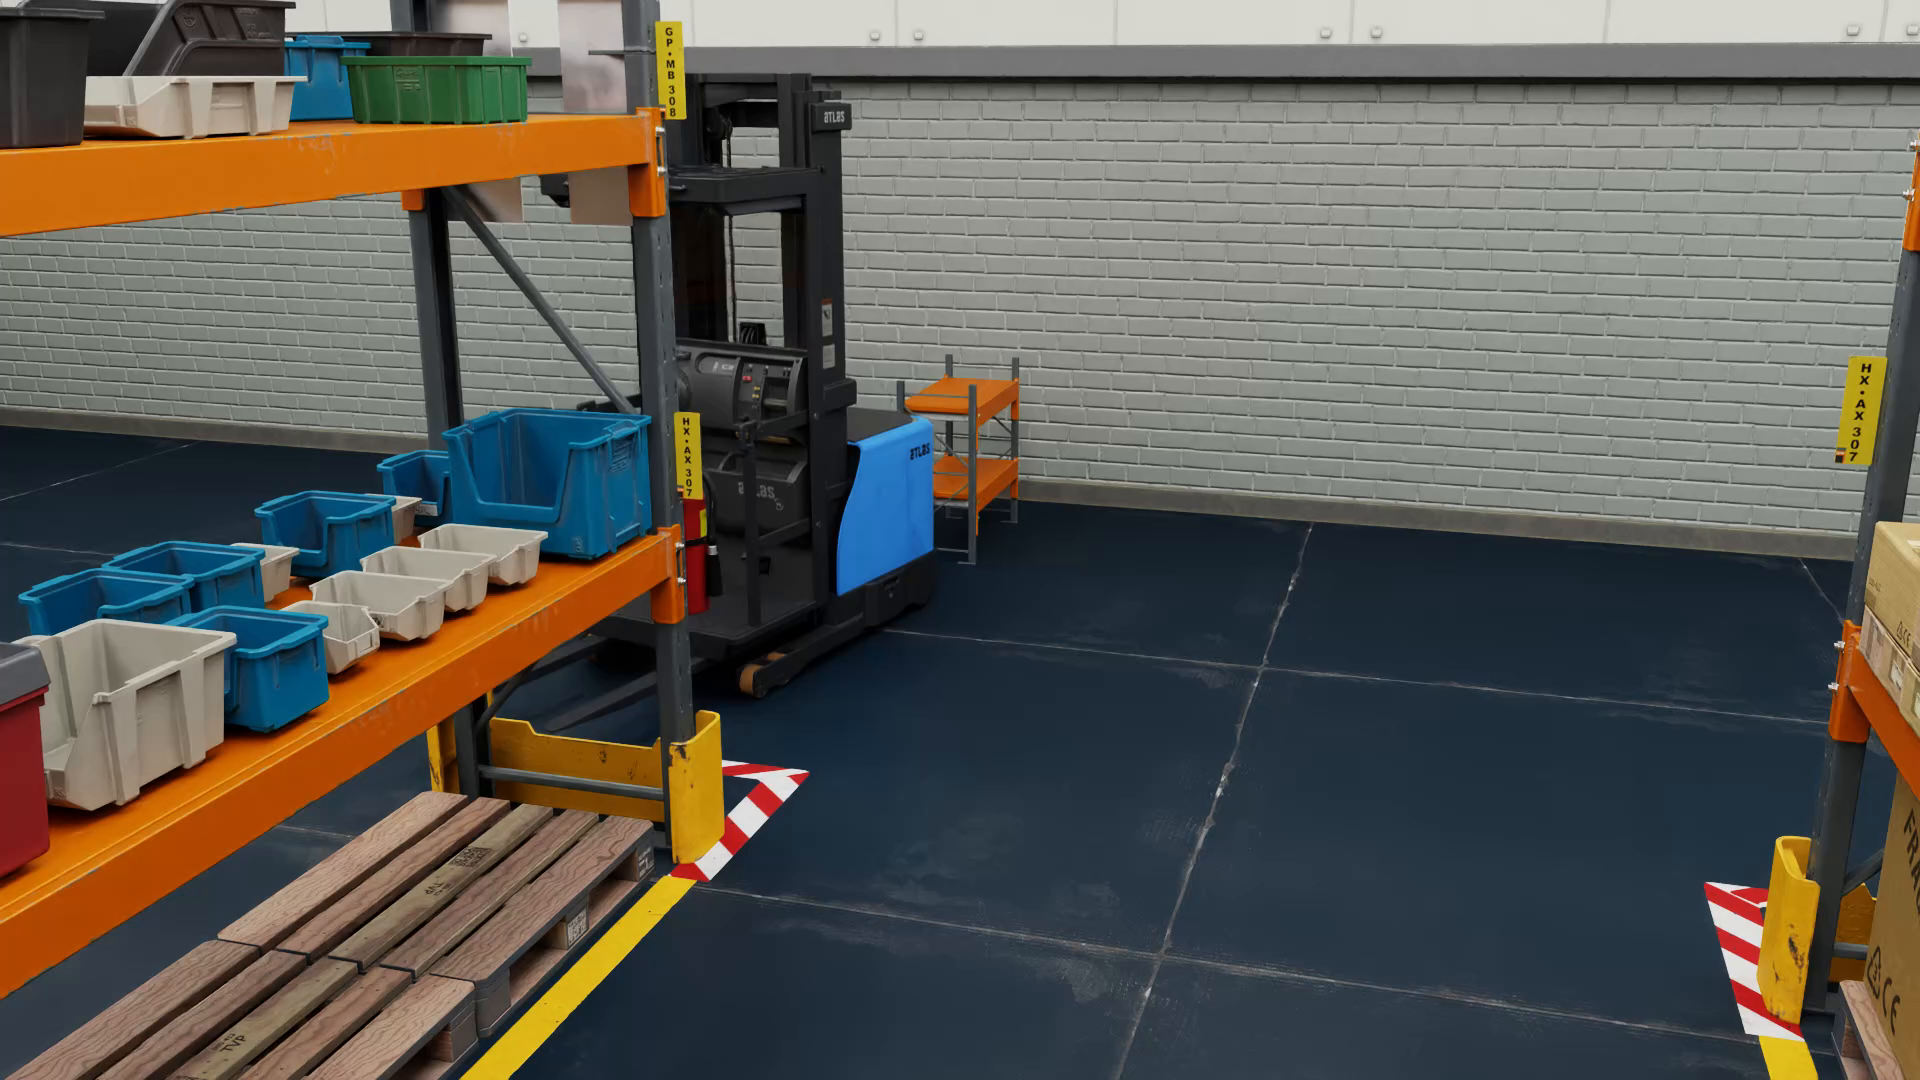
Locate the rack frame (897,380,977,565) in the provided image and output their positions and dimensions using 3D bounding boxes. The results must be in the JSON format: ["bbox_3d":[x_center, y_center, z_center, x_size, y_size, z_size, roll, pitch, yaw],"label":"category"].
[{"bbox_3d":[-0.143,-0.410,10.213,0.500,1.125,0.032,5,16,16],"label":"rack frame"}]

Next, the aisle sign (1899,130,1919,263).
[{"bbox_3d":[2.949,-1.179,4.724,0.394,0.787,0.004,5,16,16],"label":"aisle sign"}]

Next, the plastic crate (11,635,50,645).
[{"bbox_3d":[-2.463,0.395,4.312,0.293,0.136,0.466,5,16,16],"label":"plastic crate"}]

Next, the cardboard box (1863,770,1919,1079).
[{"bbox_3d":[3.111,1.108,4.551,0.875,0.875,0.875,5,16,16],"label":"cardboard box"}]

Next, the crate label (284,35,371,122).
[{"bbox_3d":[-2.105,-1.425,5.133,0.408,0.251,0.502,5,16,16],"label":"crate label"}]

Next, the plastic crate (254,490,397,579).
[{"bbox_3d":[-2.105,-0.007,5.555,0.416,0.233,0.300,5,16,16],"label":"plastic crate"}]

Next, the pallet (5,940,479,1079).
[{"bbox_3d":[-2.153,1.602,4.794,1.003,0.211,1.213,5,16,16],"label":"pallet"}]

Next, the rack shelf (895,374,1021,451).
[{"bbox_3d":[0.002,-0.825,10.602,0.538,0.278,1.000,5,16,16],"label":"rack shelf"}]

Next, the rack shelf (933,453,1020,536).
[{"bbox_3d":[0.002,-0.308,10.749,0.538,0.278,1.000,5,16,16],"label":"rack shelf"}]

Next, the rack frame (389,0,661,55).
[{"bbox_3d":[-1.532,-3.156,5.466,1.000,3.000,0.127,5,16,16],"label":"rack frame"}]

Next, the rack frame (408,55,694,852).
[{"bbox_3d":[-1.532,-0.270,6.285,1.000,3.000,0.127,5,16,16],"label":"rack frame"}]

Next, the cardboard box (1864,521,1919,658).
[{"bbox_3d":[2.821,0.148,4.542,0.500,0.250,0.500,4,16,14],"label":"cardboard box"}]

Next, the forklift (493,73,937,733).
[{"bbox_3d":[-1.296,-0.780,8.209,1.130,2.935,3.031,9,18,28],"label":"forklift"}]

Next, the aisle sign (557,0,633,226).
[{"bbox_3d":[-1.231,-1.517,5.917,0.394,0.787,0.004,5,16,16],"label":"aisle sign"}]

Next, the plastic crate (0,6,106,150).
[{"bbox_3d":[-2.053,-0.908,3.275,0.497,0.269,0.590,5,16,16],"label":"plastic crate"}]

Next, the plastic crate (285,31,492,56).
[{"bbox_3d":[-1.909,-1.571,5.615,0.497,0.269,0.590,5,16,16],"label":"plastic crate"}]

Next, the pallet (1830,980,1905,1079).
[{"bbox_3d":[3.064,1.671,4.552,1.003,0.211,1.213,5,16,16],"label":"pallet"}]

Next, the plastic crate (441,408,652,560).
[{"bbox_3d":[-1.449,-0.214,5.912,0.616,0.435,0.499,5,16,16],"label":"plastic crate"}]

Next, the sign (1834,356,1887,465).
[{"bbox_3d":[2.686,-0.385,4.959,0.100,0.325,0.005,5,16,16],"label":"sign"}]

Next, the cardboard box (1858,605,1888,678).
[{"bbox_3d":[2.799,0.302,4.728,0.380,0.149,0.250,5,17,17],"label":"cardboard box"}]

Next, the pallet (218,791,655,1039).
[{"bbox_3d":[-1.804,1.284,5.915,1.003,0.211,1.213,5,16,16],"label":"pallet"}]

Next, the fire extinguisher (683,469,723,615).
[{"bbox_3d":[-1.054,-0.058,6.361,0.296,0.674,0.183,5,16,16],"label":"fire extinguisher"}]

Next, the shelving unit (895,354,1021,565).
[{"bbox_3d":[0.002,-0.543,10.682,0.538,1.125,1.048,5,16,16],"label":"shelving unit"}]

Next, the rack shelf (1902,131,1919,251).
[{"bbox_3d":[2.648,-0.460,2.775,1.077,0.370,4.000,5,16,16],"label":"rack shelf"}]

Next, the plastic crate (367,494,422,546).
[{"bbox_3d":[-2.089,-0.056,5.902,0.250,0.136,0.298,5,16,16],"label":"plastic crate"}]

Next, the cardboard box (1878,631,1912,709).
[{"bbox_3d":[2.727,0.369,4.491,0.380,0.149,0.250,4,16,15],"label":"cardboard box"}]

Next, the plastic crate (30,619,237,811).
[{"bbox_3d":[-2.059,0.419,3.961,0.437,0.282,0.530,5,16,16],"label":"plastic crate"}]

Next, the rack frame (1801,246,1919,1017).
[{"bbox_3d":[3.216,0.114,4.931,1.000,3.000,0.127,5,16,16],"label":"rack frame"}]

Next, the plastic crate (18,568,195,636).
[{"bbox_3d":[-2.378,0.244,4.671,0.416,0.233,0.300,5,16,16],"label":"plastic crate"}]

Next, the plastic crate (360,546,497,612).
[{"bbox_3d":[-1.687,0.130,5.248,0.396,0.136,0.243,5,16,16],"label":"plastic crate"}]

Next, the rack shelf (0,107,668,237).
[{"bbox_3d":[-2.101,-0.844,4.129,1.077,0.370,4.000,5,16,16],"label":"rack shelf"}]

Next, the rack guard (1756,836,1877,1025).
[{"bbox_3d":[3.223,1.310,5.294,1.175,0.500,0.348,5,16,16],"label":"rack guard"}]

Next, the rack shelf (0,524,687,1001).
[{"bbox_3d":[-2.101,0.599,4.538,1.077,0.370,4.000,5,16,16],"label":"rack shelf"}]

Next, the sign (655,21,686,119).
[{"bbox_3d":[-1.000,-1.624,5.754,0.100,0.325,0.005,5,16,16],"label":"sign"}]

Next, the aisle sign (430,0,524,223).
[{"bbox_3d":[-1.797,-1.563,6.078,0.394,0.787,0.004,5,16,16],"label":"aisle sign"}]

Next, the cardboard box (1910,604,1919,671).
[{"bbox_3d":[2.680,0.284,4.060,0.500,0.250,0.500,4,16,15],"label":"cardboard box"}]

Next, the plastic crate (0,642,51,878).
[{"bbox_3d":[-2.175,0.503,3.333,0.402,0.464,0.583,5,16,16],"label":"plastic crate"}]

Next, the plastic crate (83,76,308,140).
[{"bbox_3d":[-1.882,-1.027,3.938,0.437,0.136,0.530,5,16,16],"label":"plastic crate"}]

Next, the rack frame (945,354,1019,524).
[{"bbox_3d":[0.146,-0.676,11.151,0.500,1.125,0.032,5,16,16],"label":"rack frame"}]

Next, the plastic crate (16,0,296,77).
[{"bbox_3d":[-2.230,-1.305,4.550,0.504,0.338,0.767,5,16,16],"label":"plastic crate"}]

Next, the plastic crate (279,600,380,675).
[{"bbox_3d":[-1.809,0.284,4.706,0.298,0.136,0.250,5,16,16],"label":"plastic crate"}]

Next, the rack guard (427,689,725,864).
[{"bbox_3d":[-1.538,0.925,6.652,1.175,0.500,0.348,5,16,16],"label":"rack guard"}]

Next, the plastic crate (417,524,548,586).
[{"bbox_3d":[-1.591,0.055,5.511,0.396,0.136,0.243,5,16,16],"label":"plastic crate"}]

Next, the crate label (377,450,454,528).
[{"bbox_3d":[-1.918,-0.179,6.162,0.416,0.233,0.303,5,16,16],"label":"crate label"}]

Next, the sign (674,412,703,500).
[{"bbox_3d":[-1.000,-0.310,6.127,0.100,0.325,0.005,5,16,16],"label":"sign"}]

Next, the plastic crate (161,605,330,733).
[{"bbox_3d":[-1.870,0.339,4.335,0.416,0.233,0.300,5,16,16],"label":"plastic crate"}]

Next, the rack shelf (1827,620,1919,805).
[{"bbox_3d":[2.648,0.983,3.184,1.077,0.370,4.000,5,16,16],"label":"rack shelf"}]

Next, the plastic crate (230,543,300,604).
[{"bbox_3d":[-2.282,0.122,5.276,0.250,0.136,0.298,5,16,16],"label":"plastic crate"}]

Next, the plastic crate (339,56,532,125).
[{"bbox_3d":[-1.539,-1.331,4.917,0.450,0.188,0.336,5,16,16],"label":"plastic crate"}]

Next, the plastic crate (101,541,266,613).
[{"bbox_3d":[-2.292,0.165,4.947,0.416,0.233,0.300,5,16,16],"label":"plastic crate"}]

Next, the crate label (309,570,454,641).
[{"bbox_3d":[-1.743,0.205,4.984,0.396,0.136,0.243,5,16,16],"label":"crate label"}]

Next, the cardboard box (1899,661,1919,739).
[{"bbox_3d":[2.655,0.436,4.255,0.380,0.149,0.250,4,16,15],"label":"cardboard box"}]
